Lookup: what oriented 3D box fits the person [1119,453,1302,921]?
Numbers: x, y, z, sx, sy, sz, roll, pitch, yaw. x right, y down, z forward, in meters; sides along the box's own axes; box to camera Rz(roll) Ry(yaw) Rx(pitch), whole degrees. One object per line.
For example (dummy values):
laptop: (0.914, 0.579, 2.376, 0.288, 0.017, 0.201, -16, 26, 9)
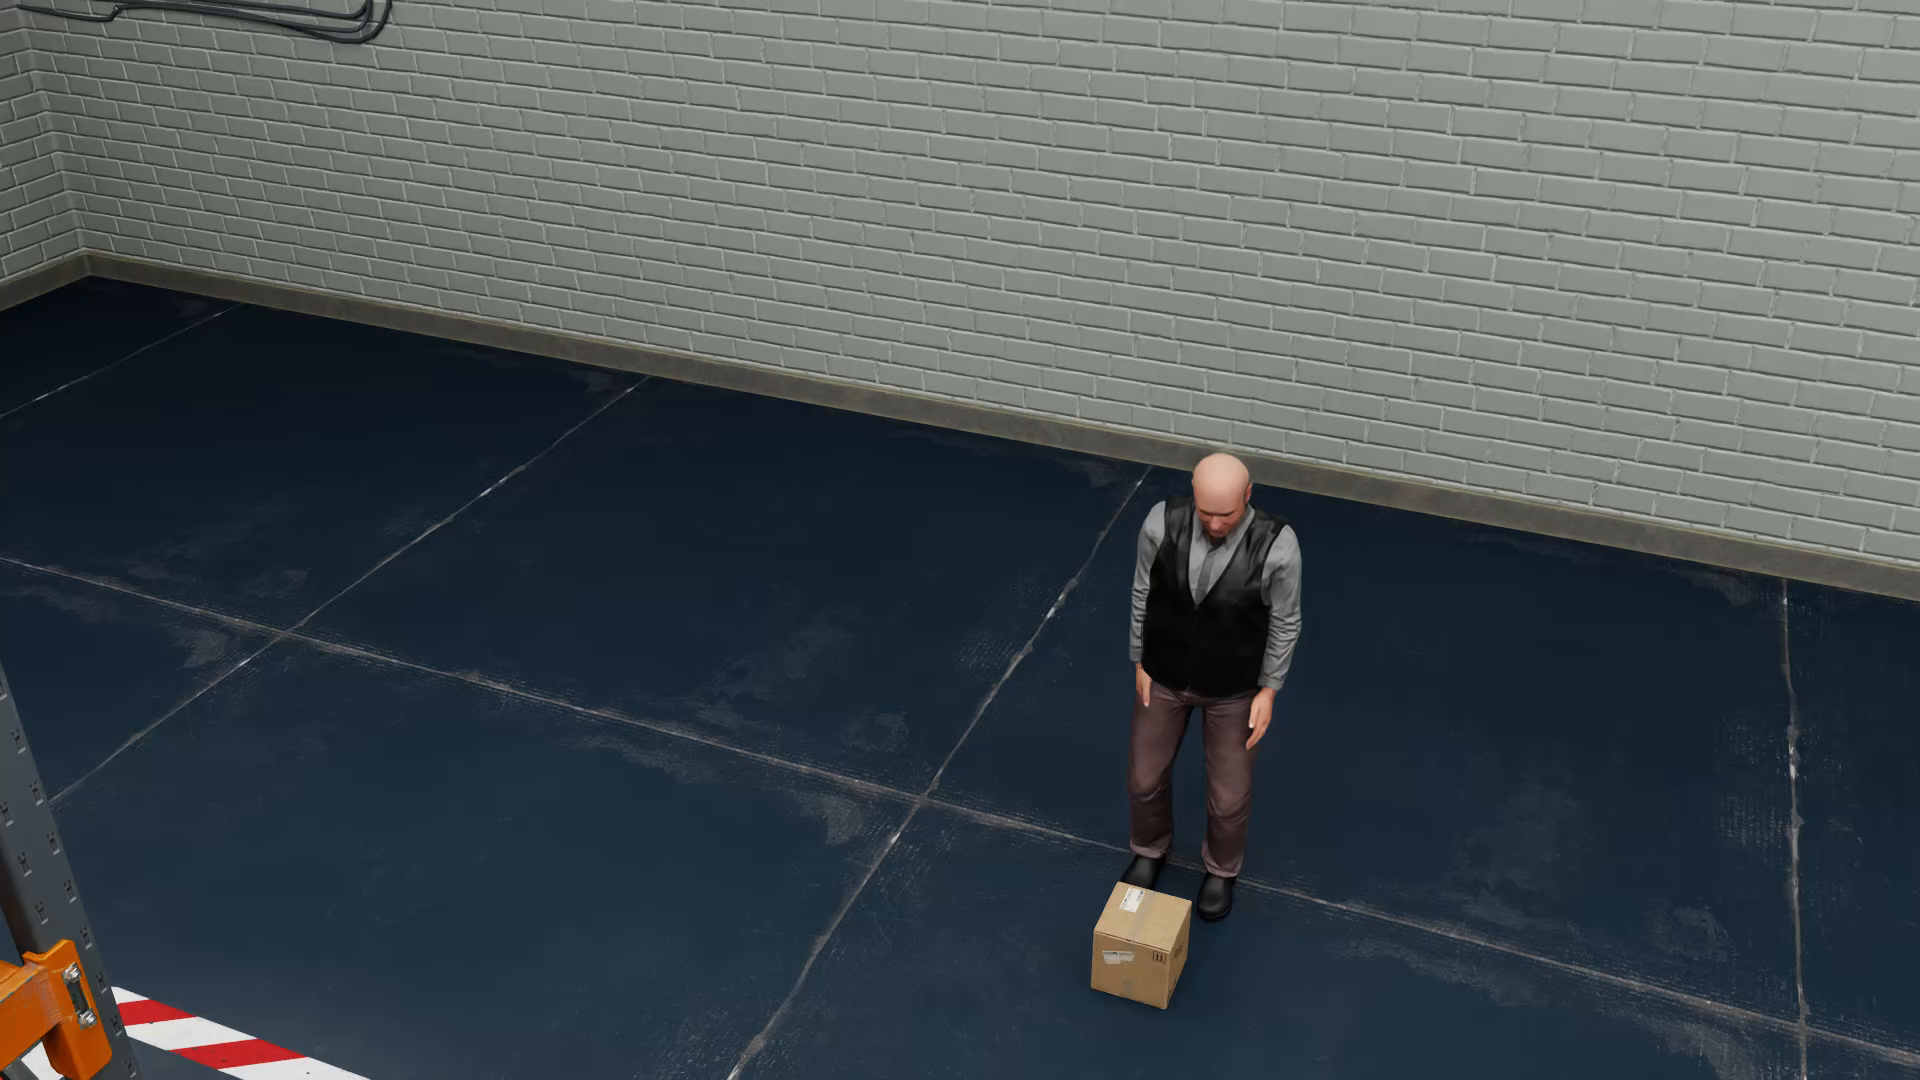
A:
person: (0.804, 0.460, 5.378, 0.549, 1.693, 0.390, 12, 32, 20)
